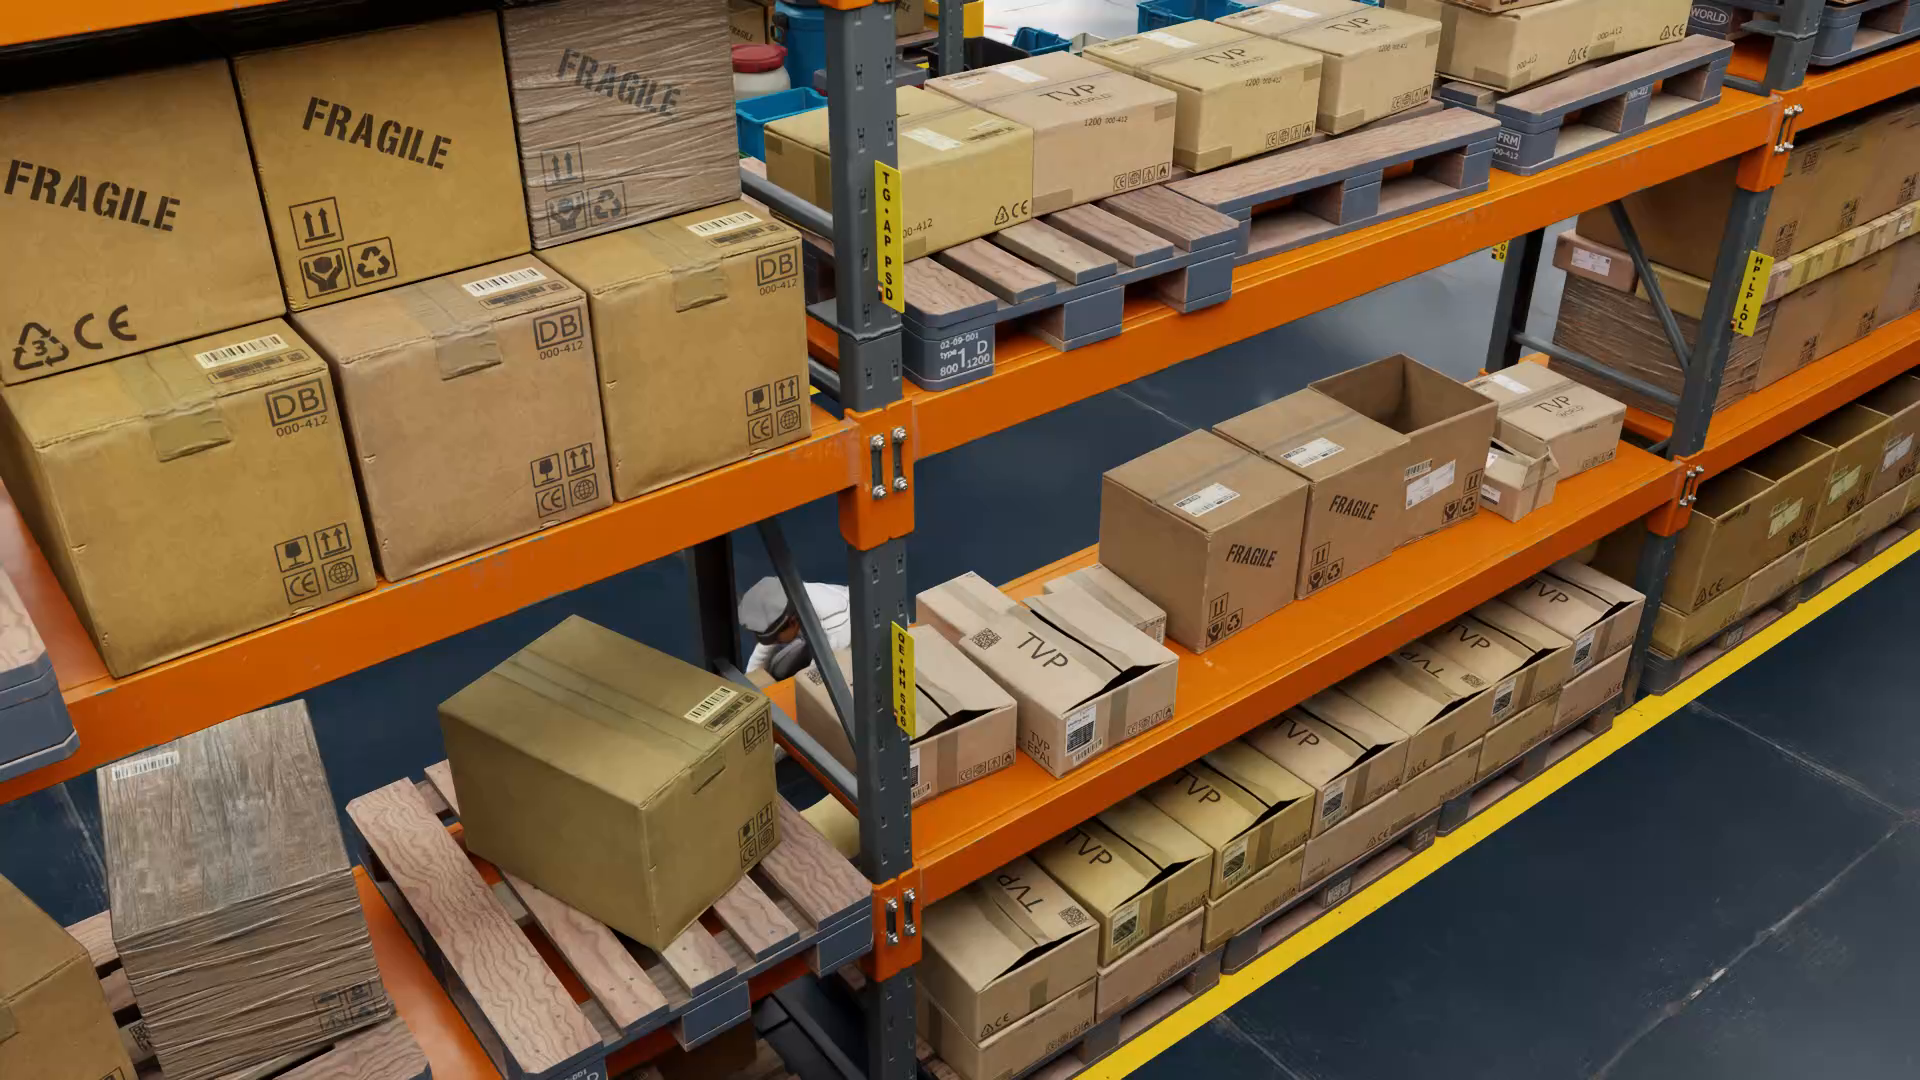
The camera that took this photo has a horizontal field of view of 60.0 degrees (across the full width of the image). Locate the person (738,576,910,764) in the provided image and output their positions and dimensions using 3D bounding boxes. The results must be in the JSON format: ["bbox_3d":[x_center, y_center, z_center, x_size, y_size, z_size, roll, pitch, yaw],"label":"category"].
[{"bbox_3d":[-0.572,0.494,7.010,0.817,0.975,0.491,-23,39,-32],"label":"person"}]
